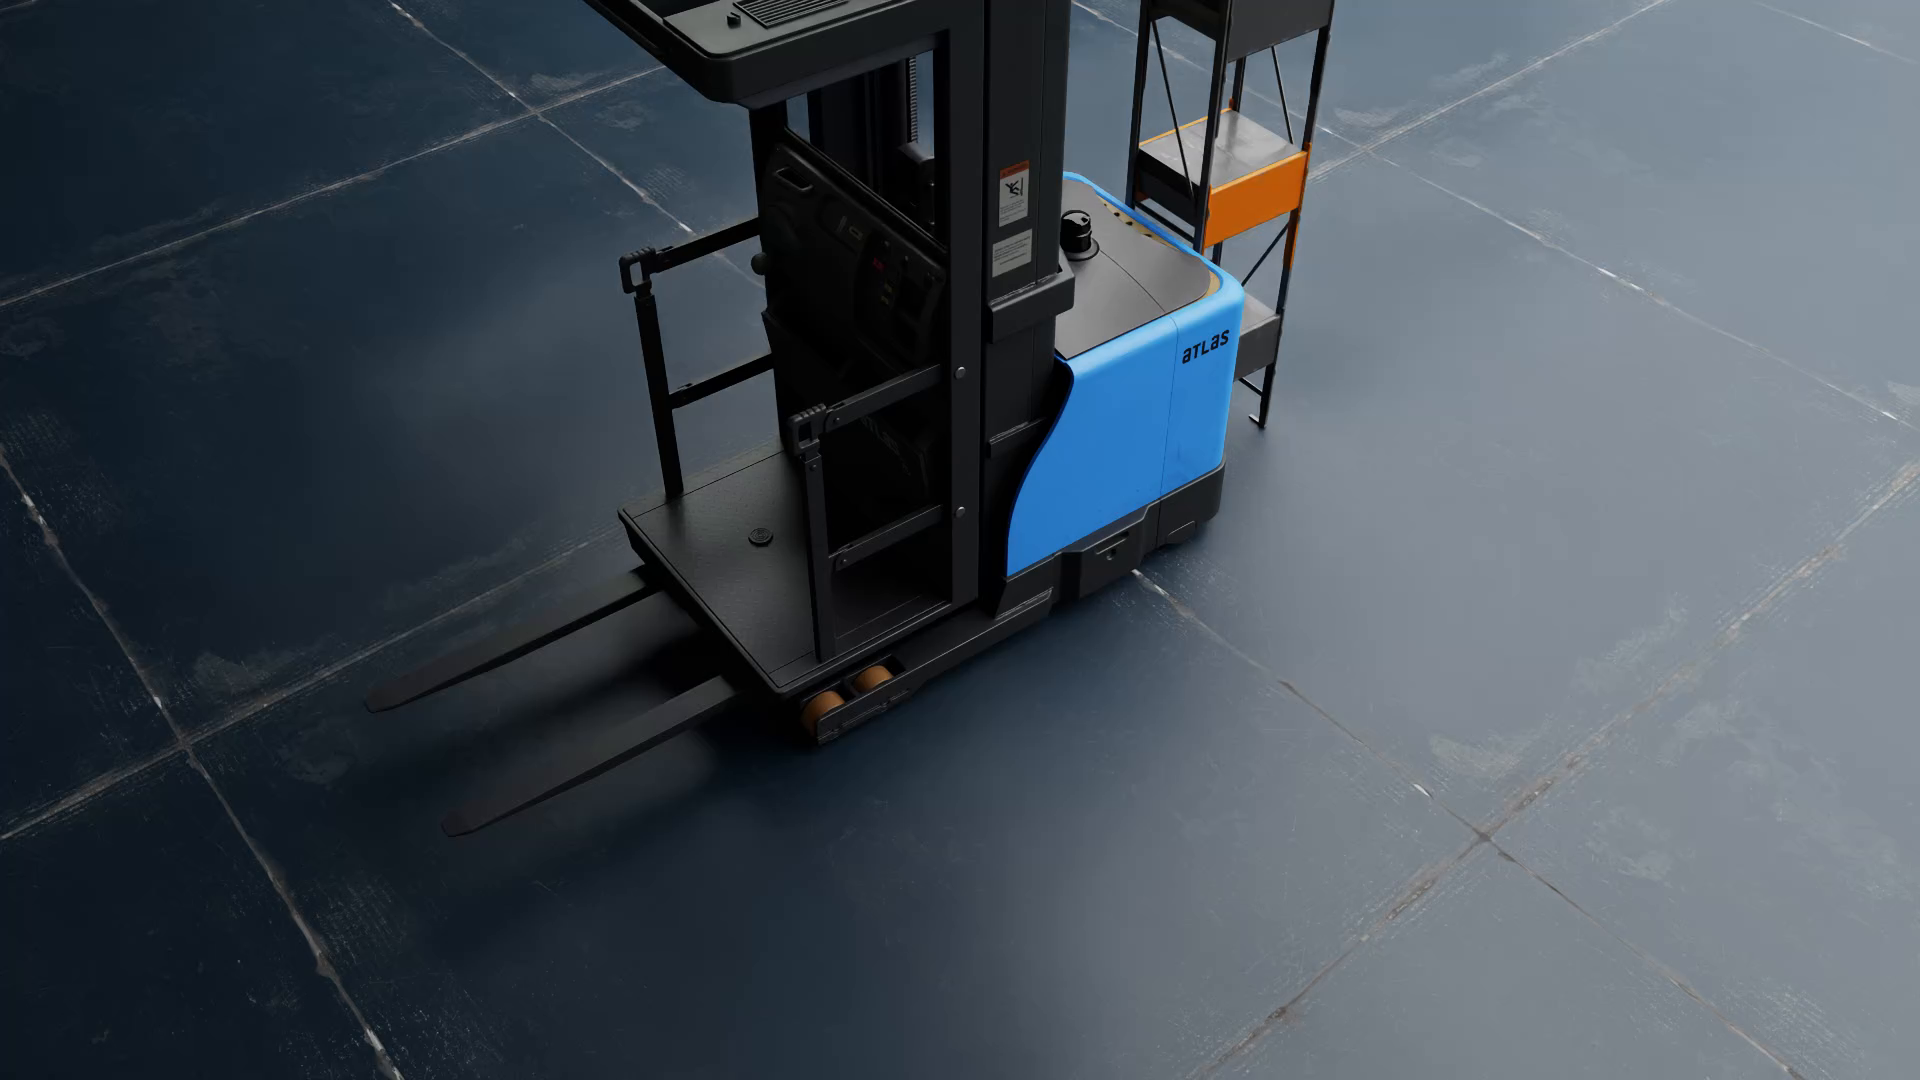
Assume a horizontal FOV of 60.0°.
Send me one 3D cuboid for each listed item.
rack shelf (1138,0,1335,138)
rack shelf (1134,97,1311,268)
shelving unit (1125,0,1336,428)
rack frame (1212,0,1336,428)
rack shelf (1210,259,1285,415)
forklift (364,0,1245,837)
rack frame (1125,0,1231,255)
[{"bbox_3d":[0.921,-1.731,5.557,0.480,0.518,0.431,-27,49,-26],"label":"rack shelf"},{"bbox_3d":[0.921,-1.221,6.036,0.480,0.518,0.431,-27,49,-26],"label":"rack shelf"},{"bbox_3d":[0.921,-1.231,6.027,0.503,2.100,0.431,-27,49,-26],"label":"shelving unit"},{"bbox_3d":[1.117,-1.330,6.132,0.015,2.100,0.400,-27,49,-26],"label":"rack frame"},{"bbox_3d":[0.921,-0.711,6.515,0.480,0.518,0.431,-27,49,-26],"label":"rack shelf"},{"bbox_3d":[-0.509,-0.813,4.975,3.031,2.935,1.130,-27,49,-26],"label":"forklift"},{"bbox_3d":[0.724,-1.132,5.921,0.015,2.100,0.400,-27,49,-26],"label":"rack frame"}]
